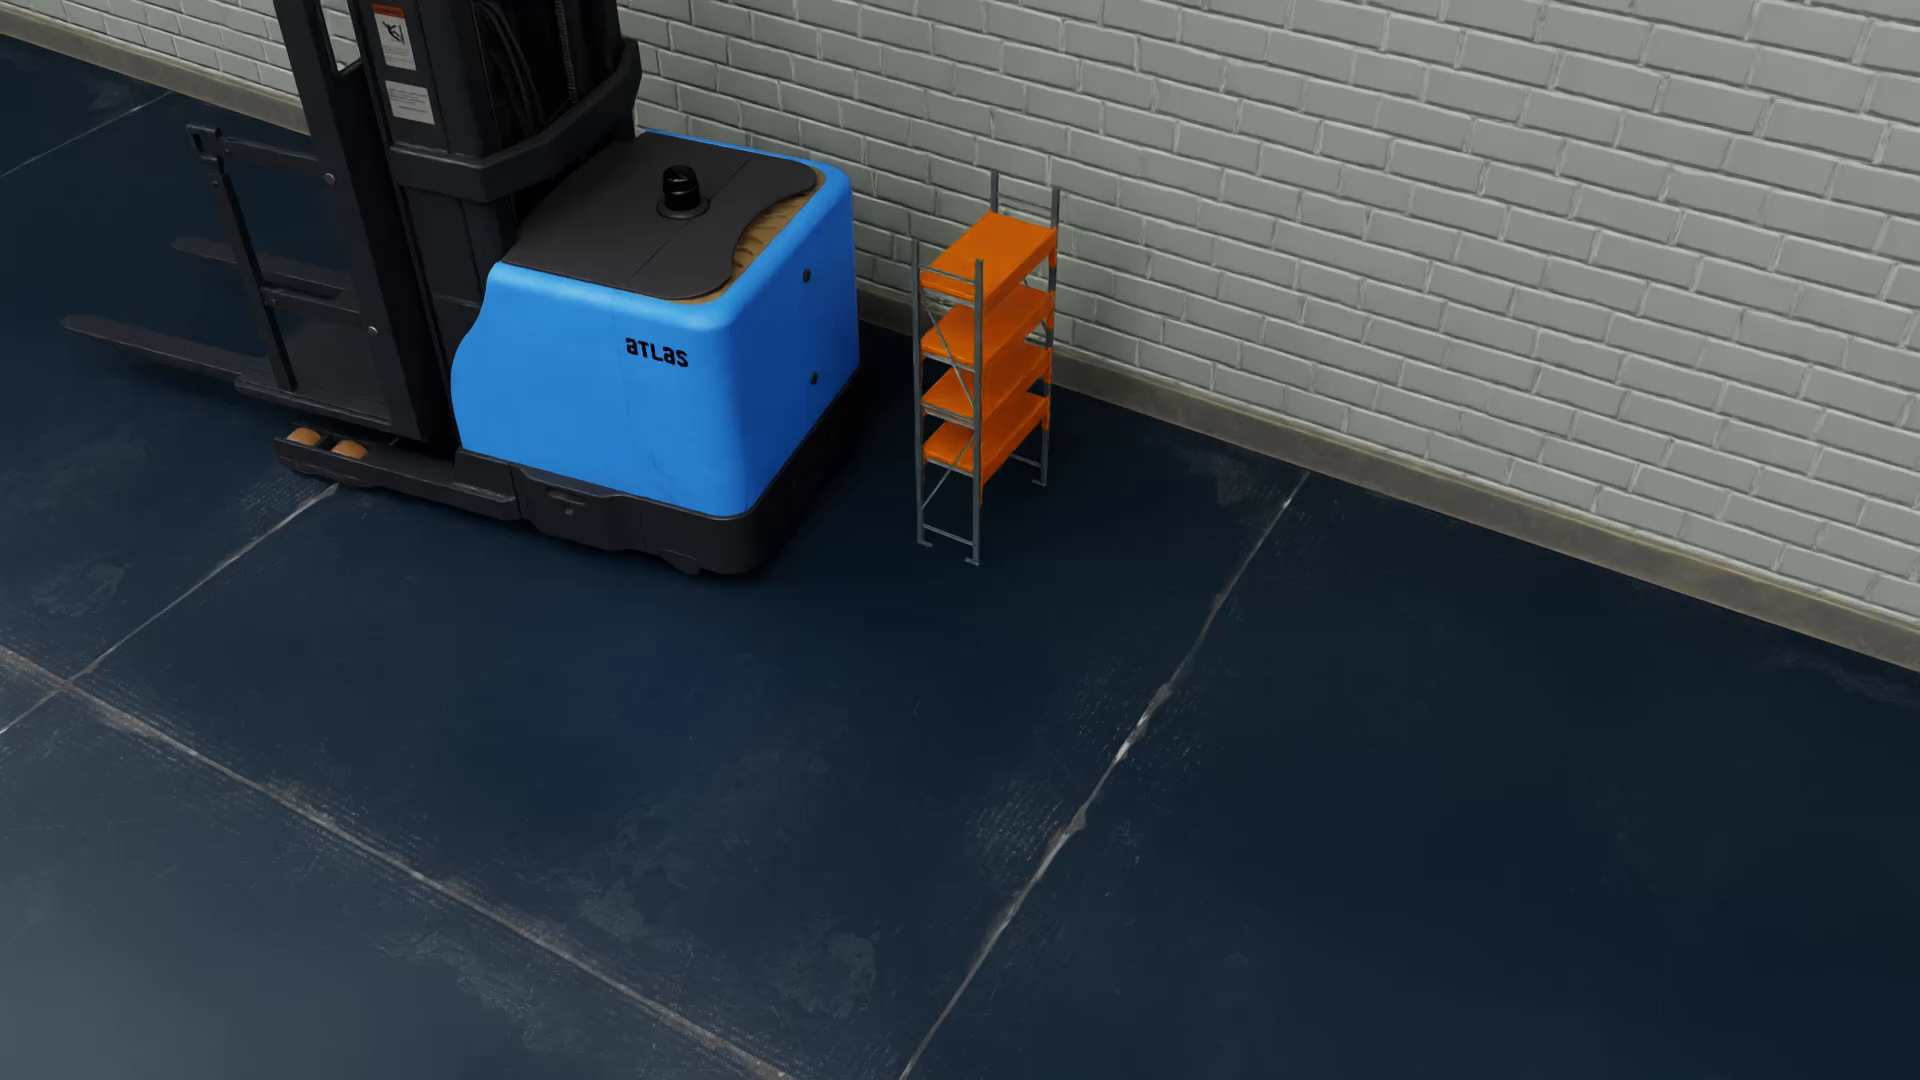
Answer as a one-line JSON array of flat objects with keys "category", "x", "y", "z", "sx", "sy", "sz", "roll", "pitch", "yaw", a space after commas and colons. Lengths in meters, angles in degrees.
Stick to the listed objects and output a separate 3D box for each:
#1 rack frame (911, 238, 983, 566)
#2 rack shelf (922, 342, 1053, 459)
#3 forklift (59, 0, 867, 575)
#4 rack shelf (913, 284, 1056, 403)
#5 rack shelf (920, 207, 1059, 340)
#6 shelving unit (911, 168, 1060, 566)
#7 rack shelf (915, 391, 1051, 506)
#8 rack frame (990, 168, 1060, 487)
[{"category": "rack frame", "x": -0.039, "y": -0.405, "z": 5.302, "sx": 0.240, "sy": 1.200, "sz": 0.015, "roll": 21, "pitch": 45, "yaw": 22}, {"category": "rack shelf", "x": 0.083, "y": -0.495, "z": 5.505, "sx": 0.258, "sy": 0.148, "sz": 0.480, "roll": 21, "pitch": 45, "yaw": 22}, {"category": "forklift", "x": -1.917, "y": -1.600, "z": 5.349, "sx": 3.031, "sy": 2.935, "sz": 1.130, "roll": 15, "pitch": 43, "yaw": 16}, {"category": "rack shelf", "x": 0.083, "y": -0.662, "z": 5.358, "sx": 0.258, "sy": 0.148, "sz": 0.480, "roll": 21, "pitch": 45, "yaw": 22}, {"category": "rack shelf", "x": 0.083, "y": -0.840, "z": 5.201, "sx": 0.258, "sy": 0.148, "sz": 0.480, "roll": 21, "pitch": 45, "yaw": 22}, {"category": "shelving unit", "x": 0.083, "y": -0.545, "z": 5.461, "sx": 0.258, "sy": 1.200, "sz": 0.503, "roll": 21, "pitch": 45, "yaw": 22}, {"category": "rack shelf", "x": 0.083, "y": -0.345, "z": 5.637, "sx": 0.258, "sy": 0.148, "sz": 0.480, "roll": 21, "pitch": 45, "yaw": 22}, {"category": "rack frame", "x": 0.205, "y": -0.685, "z": 5.620, "sx": 0.240, "sy": 1.200, "sz": 0.015, "roll": 21, "pitch": 45, "yaw": 22}]
